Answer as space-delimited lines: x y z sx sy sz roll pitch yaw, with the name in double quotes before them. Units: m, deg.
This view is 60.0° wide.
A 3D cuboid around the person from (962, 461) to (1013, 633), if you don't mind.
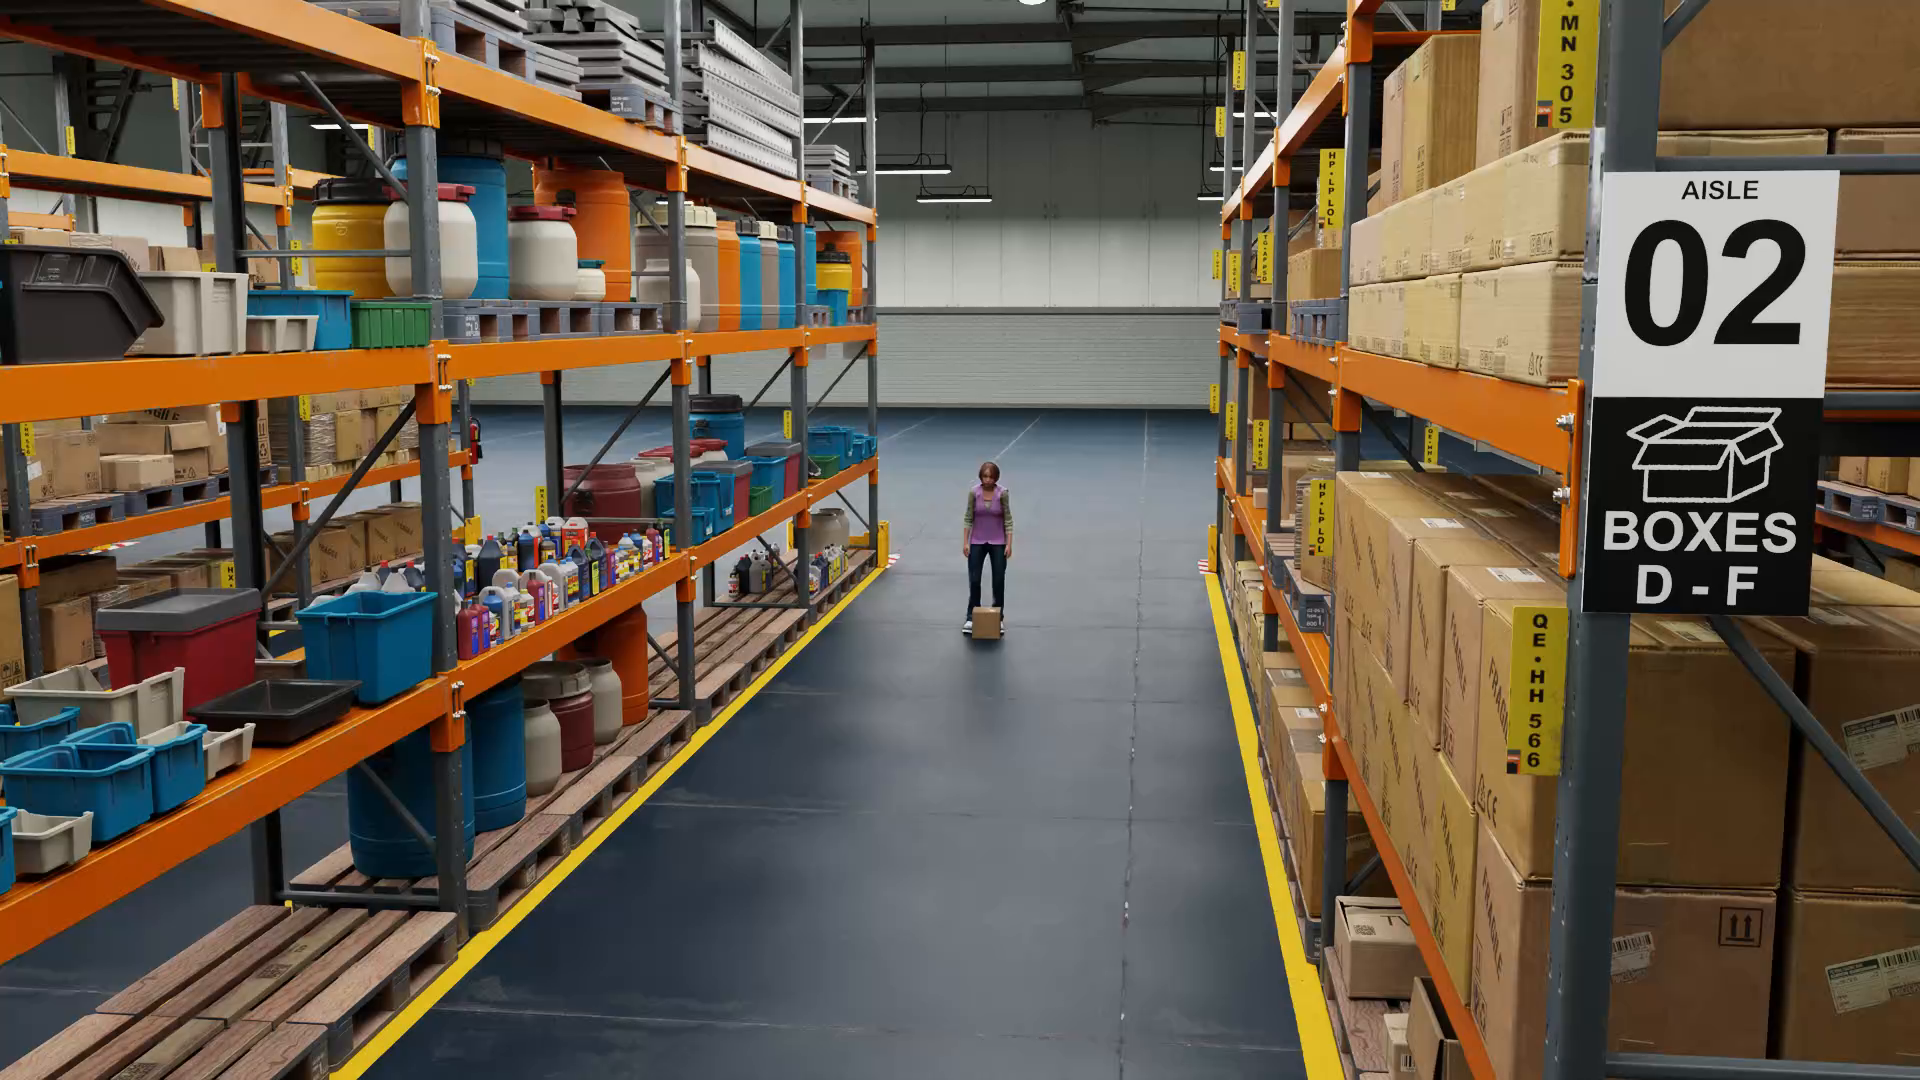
"person" 0.259 0.063 15.389 0.461 1.592 0.343 1 8 7
